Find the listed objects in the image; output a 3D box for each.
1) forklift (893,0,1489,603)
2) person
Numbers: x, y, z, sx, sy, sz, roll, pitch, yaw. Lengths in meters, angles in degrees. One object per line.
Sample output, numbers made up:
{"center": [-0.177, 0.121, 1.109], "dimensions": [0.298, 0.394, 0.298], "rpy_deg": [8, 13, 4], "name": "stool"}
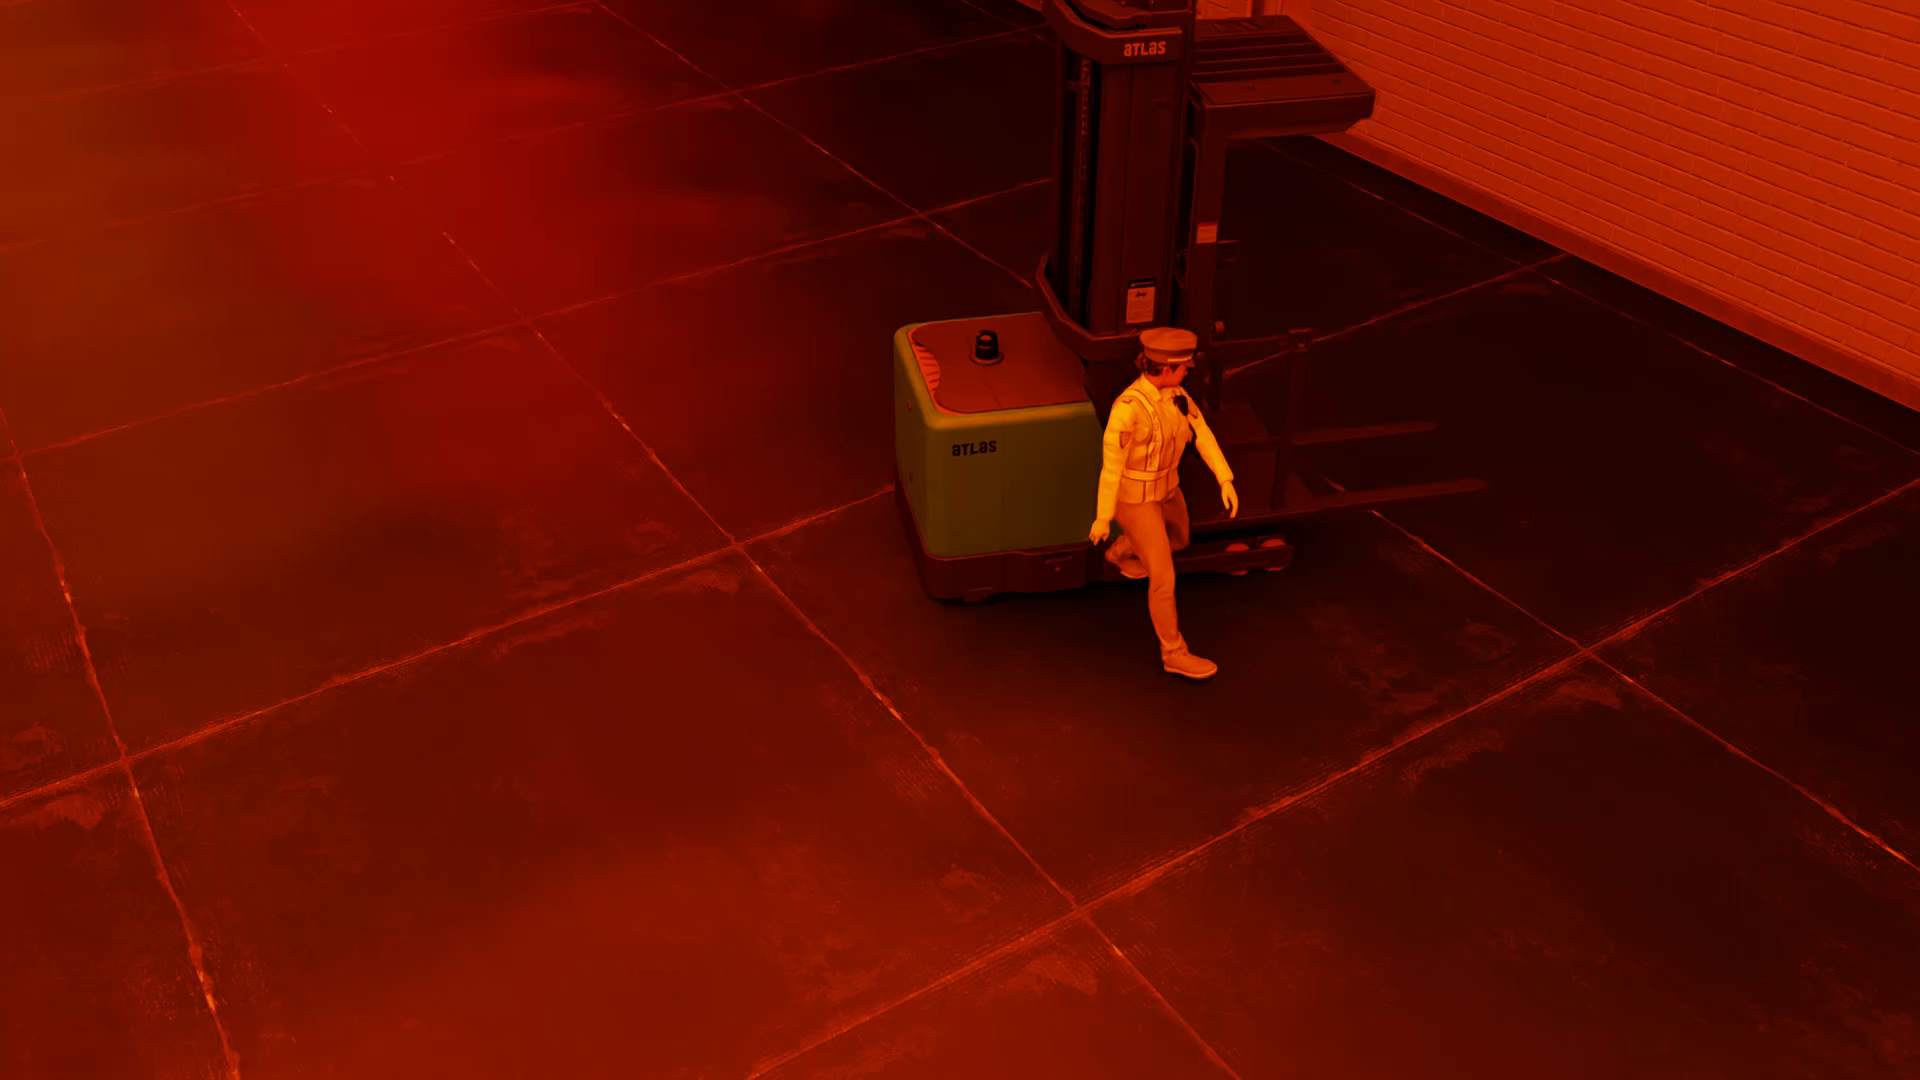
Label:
{"center": [1.222, -1.309, 8.011], "dimensions": [3.031, 2.935, 1.130], "rpy_deg": [-7, 36, -10], "name": "forklift"}
{"center": [0.920, -0.180, 7.581], "dimensions": [0.879, 1.584, 0.668], "rpy_deg": [22, 41, 28], "name": "person"}
